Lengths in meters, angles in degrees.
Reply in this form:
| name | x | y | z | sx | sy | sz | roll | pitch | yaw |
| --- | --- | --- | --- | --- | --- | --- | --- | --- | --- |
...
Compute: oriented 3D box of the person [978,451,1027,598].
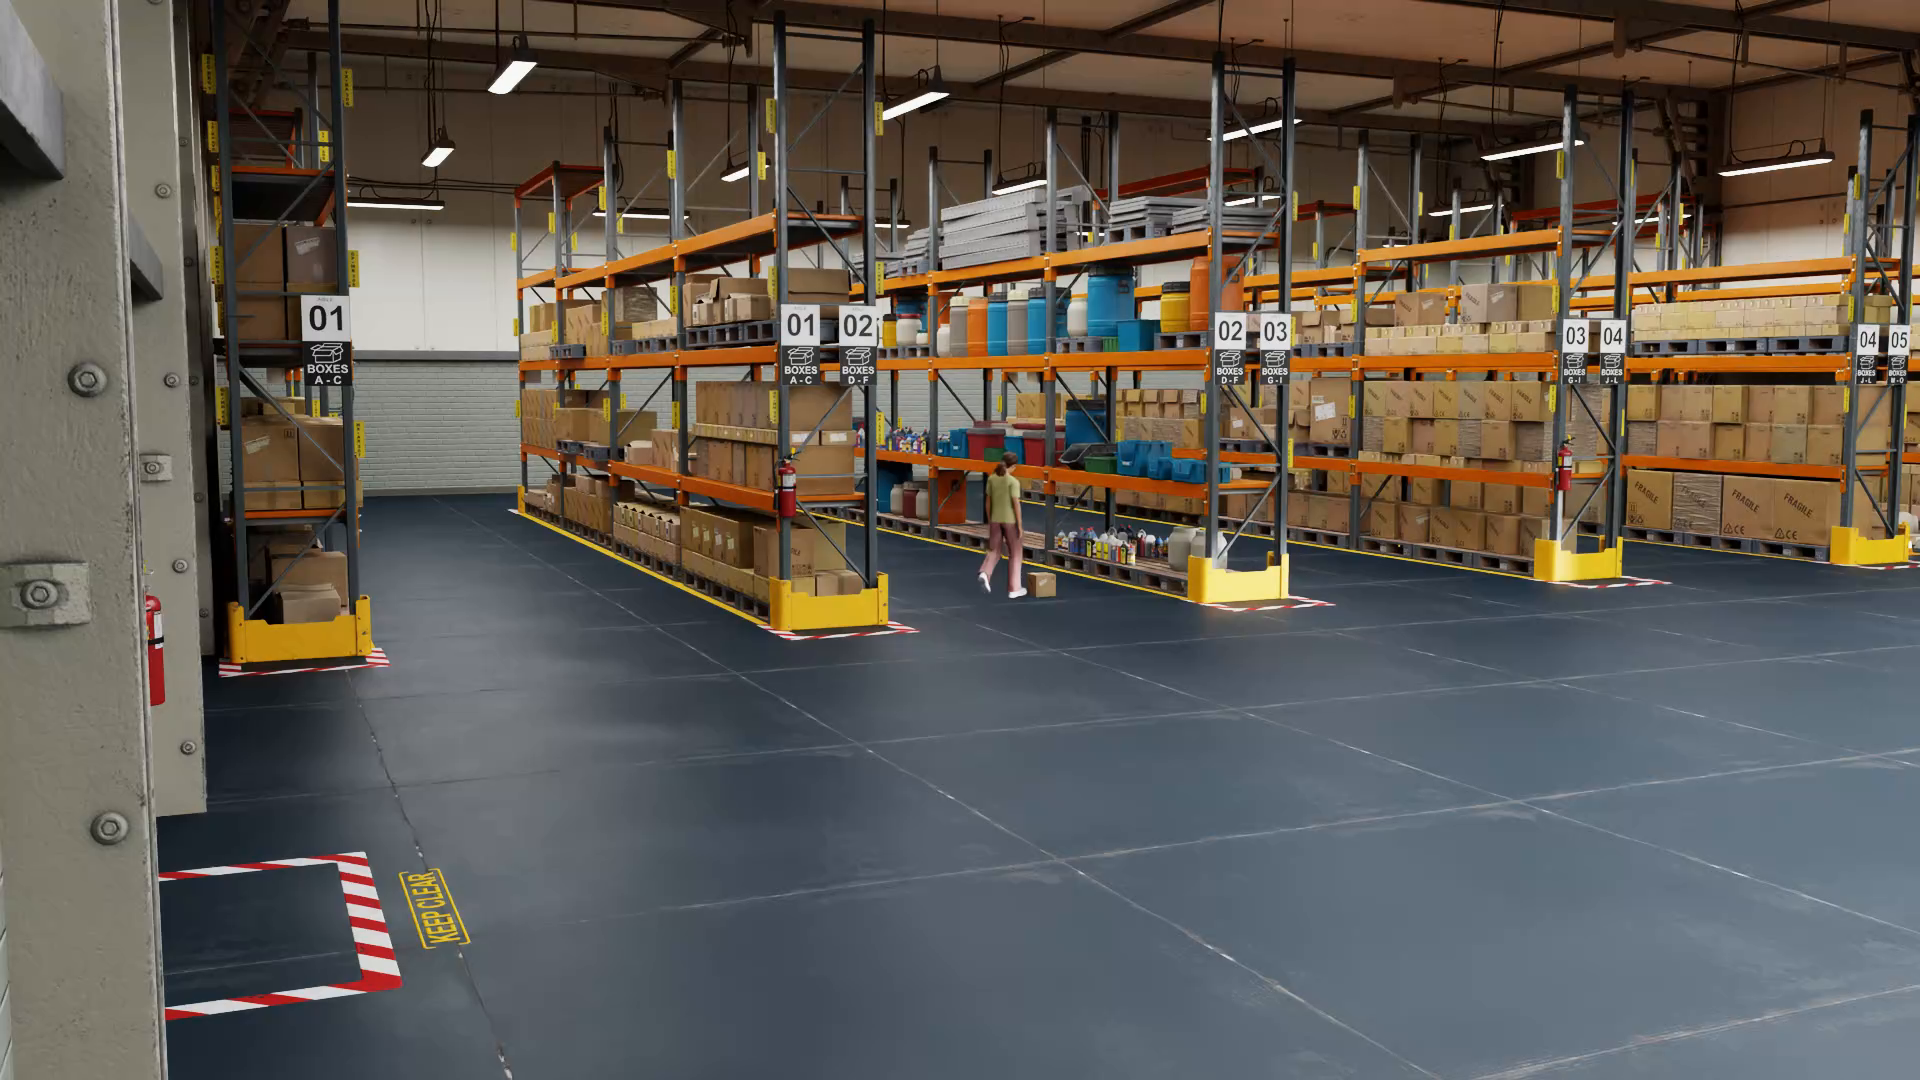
| name | x | y | z | sx | sy | sz | roll | pitch | yaw |
| --- | --- | --- | --- | --- | --- | --- | --- | --- | --- |
| person | 0.487 | -0.169 | 18.645 | 0.467 | 1.661 | 0.755 | 3 | 6 | 31 |
